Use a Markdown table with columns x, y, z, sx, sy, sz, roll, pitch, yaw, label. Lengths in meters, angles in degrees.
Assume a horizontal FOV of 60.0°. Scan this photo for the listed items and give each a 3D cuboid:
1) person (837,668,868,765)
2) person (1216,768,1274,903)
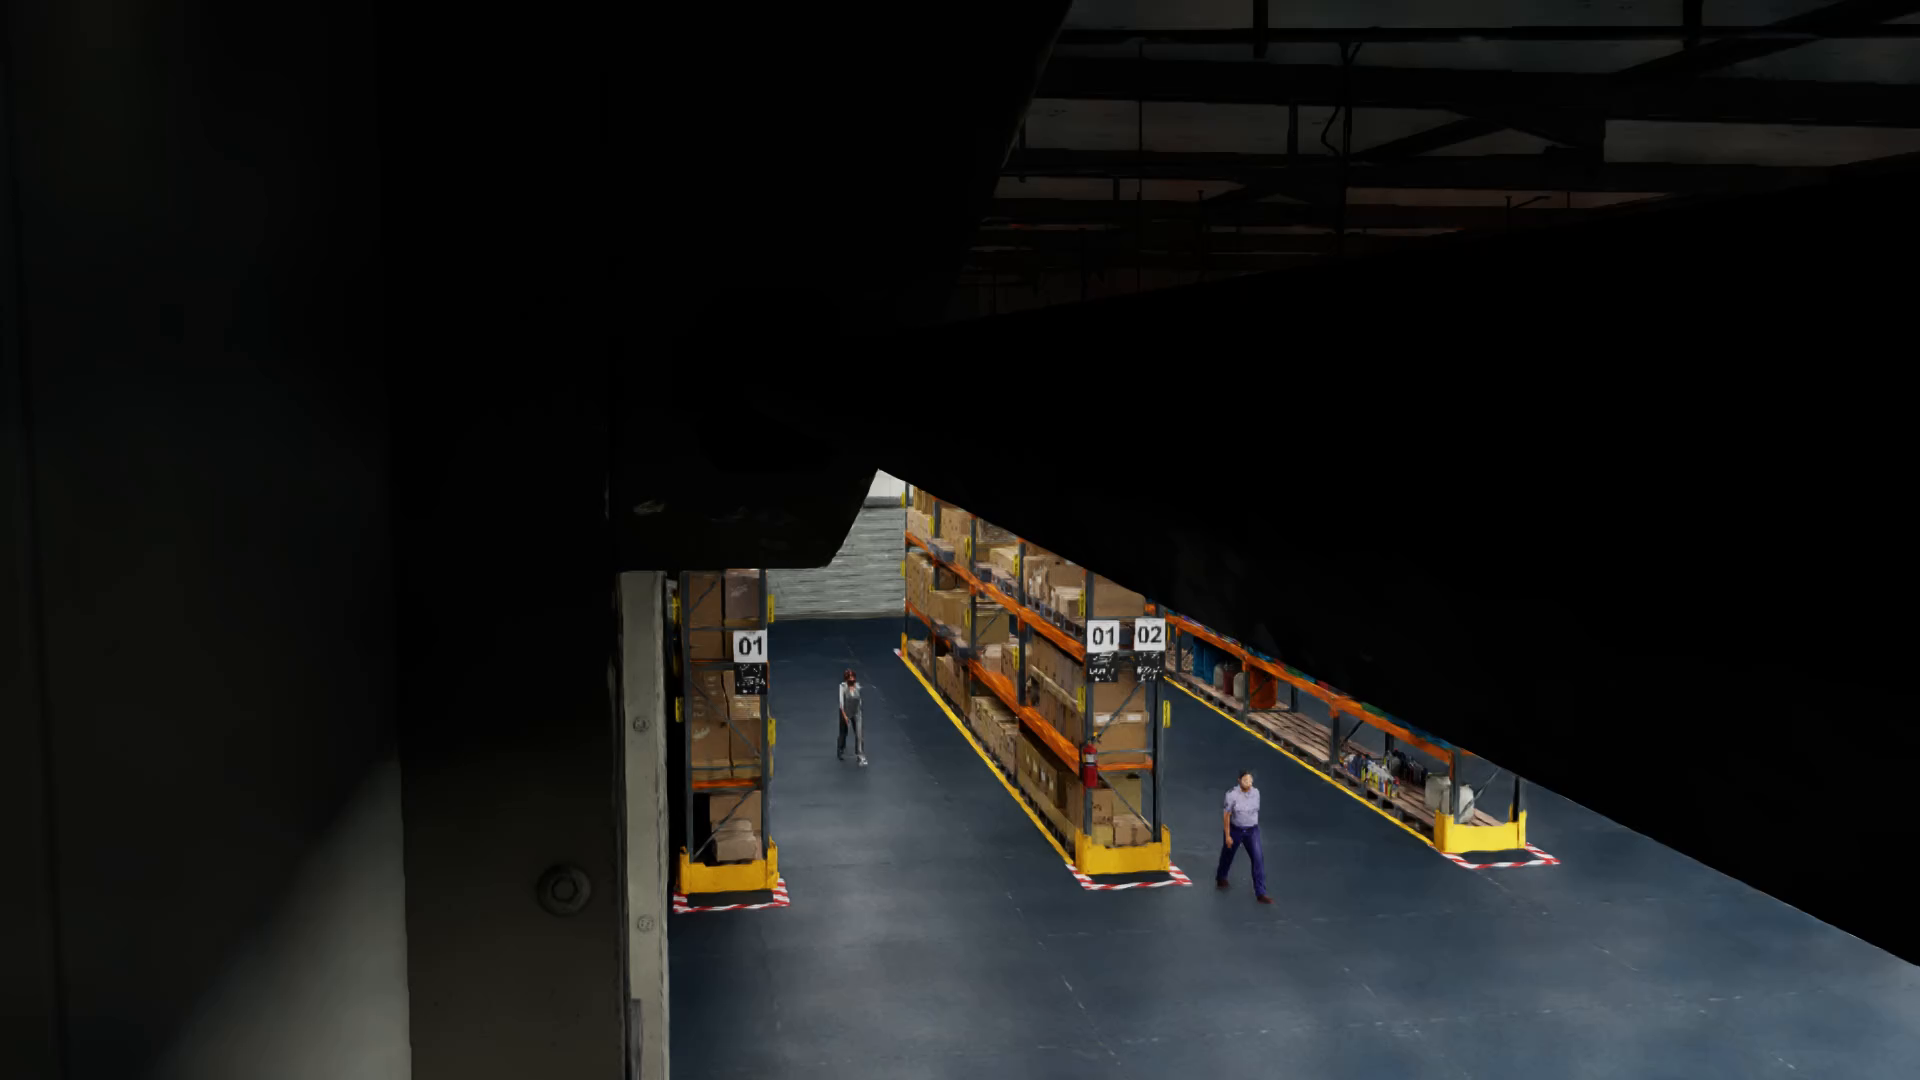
| x | y | z | sx | sy | sz | roll | pitch | yaw | label |
| --- | --- | --- | --- | --- | --- | --- | --- | --- | --- |
| -1.763 | 2.799 | 26.593 | 0.411 | 1.533 | 0.957 | -2 | 6 | -18 | person |
| 3.362 | 3.487 | 19.851 | 0.482 | 1.551 | 1.090 | -1 | 6 | -11 | person |
